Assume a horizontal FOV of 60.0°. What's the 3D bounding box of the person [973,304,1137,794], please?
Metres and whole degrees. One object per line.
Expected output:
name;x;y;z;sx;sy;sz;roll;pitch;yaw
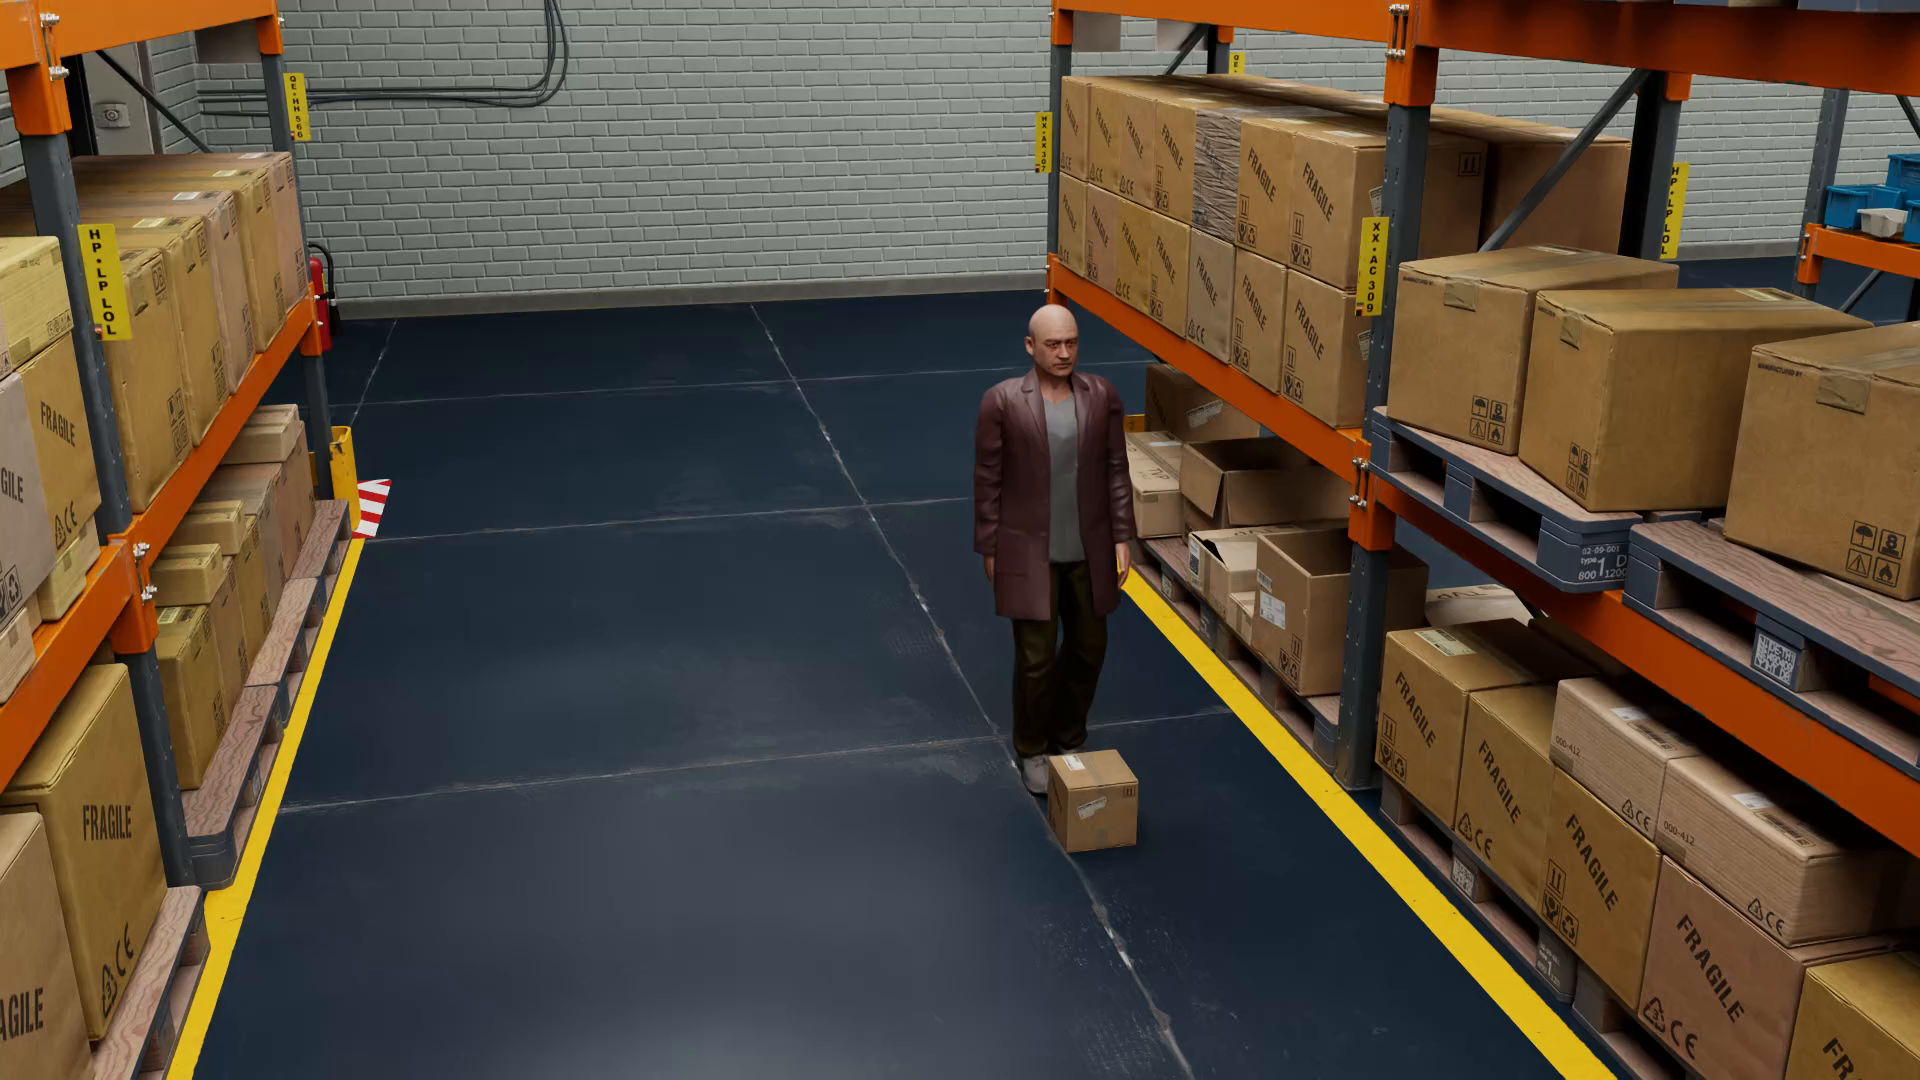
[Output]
person;0.355;0.060;6.035;0.596;1.822;0.502;-5;20;-13
